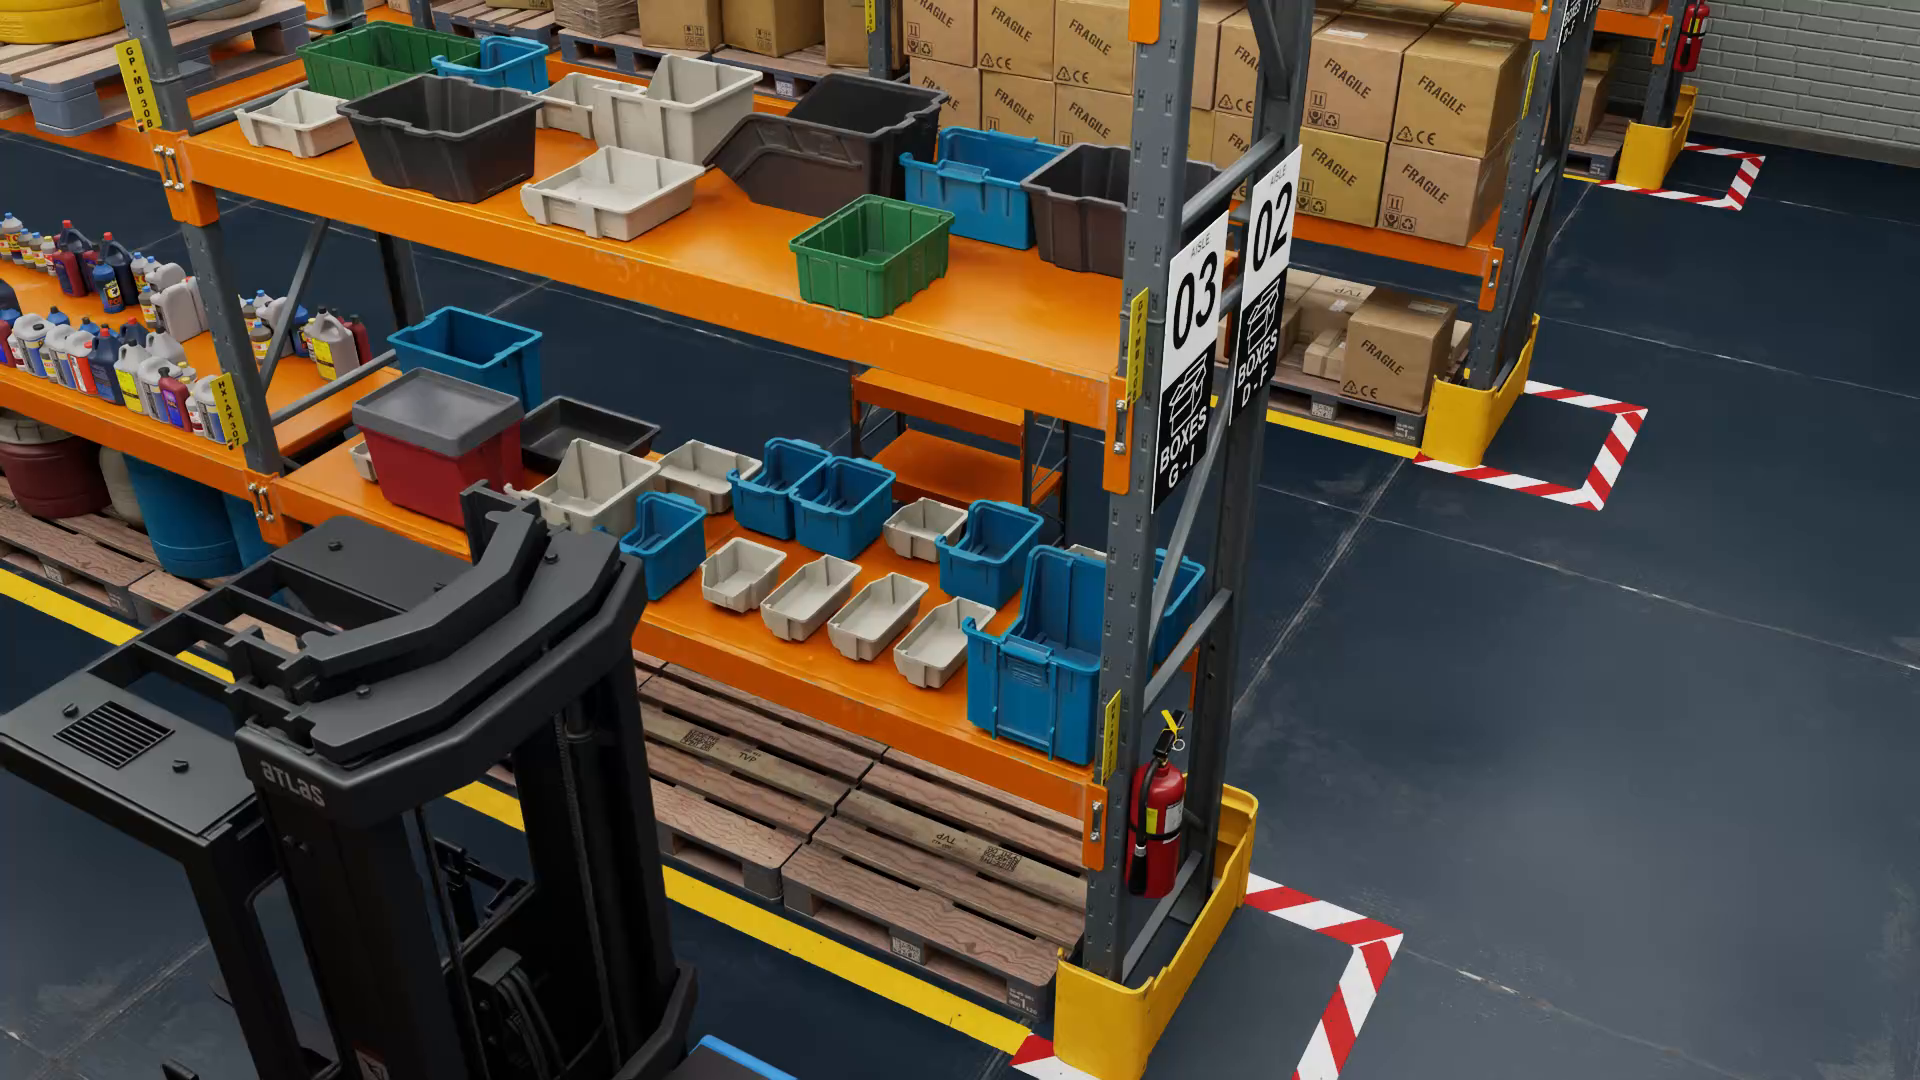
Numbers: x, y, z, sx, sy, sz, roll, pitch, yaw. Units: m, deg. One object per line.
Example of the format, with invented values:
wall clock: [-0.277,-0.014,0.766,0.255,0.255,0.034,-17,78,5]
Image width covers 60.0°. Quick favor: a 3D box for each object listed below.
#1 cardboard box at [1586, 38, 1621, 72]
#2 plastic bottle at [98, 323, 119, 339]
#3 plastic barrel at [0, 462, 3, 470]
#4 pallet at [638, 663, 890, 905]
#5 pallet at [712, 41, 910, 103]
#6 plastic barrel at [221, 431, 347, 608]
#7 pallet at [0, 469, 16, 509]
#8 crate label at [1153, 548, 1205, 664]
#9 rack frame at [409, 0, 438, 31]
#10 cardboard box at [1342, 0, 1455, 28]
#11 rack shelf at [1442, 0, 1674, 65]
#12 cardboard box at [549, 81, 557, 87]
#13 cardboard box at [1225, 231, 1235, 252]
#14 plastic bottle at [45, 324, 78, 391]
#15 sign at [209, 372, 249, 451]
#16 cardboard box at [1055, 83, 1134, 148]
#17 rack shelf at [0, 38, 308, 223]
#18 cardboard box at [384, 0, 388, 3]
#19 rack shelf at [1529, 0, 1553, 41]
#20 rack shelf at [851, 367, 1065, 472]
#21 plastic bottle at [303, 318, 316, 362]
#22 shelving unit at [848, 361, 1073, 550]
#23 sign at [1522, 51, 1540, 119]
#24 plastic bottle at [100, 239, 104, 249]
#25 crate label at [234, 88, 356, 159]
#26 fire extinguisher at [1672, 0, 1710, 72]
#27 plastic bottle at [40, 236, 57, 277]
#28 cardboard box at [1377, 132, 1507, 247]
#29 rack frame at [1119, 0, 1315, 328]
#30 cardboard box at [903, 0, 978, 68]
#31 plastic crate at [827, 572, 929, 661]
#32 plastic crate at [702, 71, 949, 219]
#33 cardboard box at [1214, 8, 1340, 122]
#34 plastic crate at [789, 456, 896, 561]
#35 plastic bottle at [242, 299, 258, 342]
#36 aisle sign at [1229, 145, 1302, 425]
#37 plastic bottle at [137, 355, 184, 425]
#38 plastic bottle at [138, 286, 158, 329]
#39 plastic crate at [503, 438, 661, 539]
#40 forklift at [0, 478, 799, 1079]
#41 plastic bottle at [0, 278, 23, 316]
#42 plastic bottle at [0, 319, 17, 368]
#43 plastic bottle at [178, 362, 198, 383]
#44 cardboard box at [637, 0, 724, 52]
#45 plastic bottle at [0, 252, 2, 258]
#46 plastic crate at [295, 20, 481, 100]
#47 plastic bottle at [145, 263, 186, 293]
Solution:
cardboard box: [5.200,-3.955,13.545,0.250,0.149,0.380,18,38,25]
plastic bottle: [-3.951,-0.881,7.753,0.097,0.271,0.097,0,34,0]
plastic barrel: [-5.244,-0.678,9.198,0.421,0.512,0.421,0,34,0]
pallet: [-1.018,1.002,7.325,1.213,0.211,1.003,18,37,24]
pallet: [-0.917,-3.252,11.371,1.213,0.211,1.003,18,37,24]
plastic barrel: [-3.203,-0.136,8.033,0.708,0.901,0.600,18,37,24]
pallet: [-5.507,-0.420,9.461,1.213,0.211,1.003,18,37,24]
crate label: [0.683,0.241,6.049,0.303,0.233,0.416,18,37,24]
rack frame: [-3.751,-4.160,12.561,0.127,3.000,1.000,18,37,24]
cardboard box: [2.483,-2.806,9.537,0.500,0.500,0.500,18,38,25]
rack shelf: [3.913,-4.595,13.864,4.000,0.370,1.077,18,37,24]
cardboard box: [-2.771,-3.457,12.687,0.500,0.250,0.500,19,38,26]
cardboard box: [1.356,-1.689,10.707,0.637,0.503,0.797,18,37,24]
plastic bottle: [-4.113,-0.854,7.710,0.135,0.276,0.152,18,37,24]
sign: [-3.013,-0.528,6.858,0.005,0.325,0.100,18,37,24]
cardboard box: [0.909,-2.552,10.057,0.500,0.500,0.500,17,37,24]
rack shelf: [-4.475,-2.176,7.525,4.000,0.370,1.077,18,37,24]
cardboard box: [-4.431,-4.462,13.095,0.500,0.311,0.500,17,37,24]
rack shelf: [1.459,-3.459,9.451,4.000,0.370,1.077,18,37,24]
rack shelf: [0.006,-0.710,8.544,1.000,0.278,0.538,18,37,24]
plastic bottle: [-3.071,-0.960,7.936,0.097,0.201,0.097,0,34,0]
shelving unit: [0.006,-0.466,8.706,1.048,1.125,0.538,18,37,24]
sign: [2.902,-2.311,8.456,0.005,0.325,0.100,18,37,24]
plastic bottle: [-4.380,-1.421,8.553,0.133,0.283,0.061,18,37,24]
crate label: [-2.457,-1.542,6.162,0.466,0.136,0.293,18,37,24]
fire extinguisher: [5.552,-3.893,12.568,0.183,0.674,0.296,18,37,24]
plastic bottle: [-4.766,-1.497,8.742,0.097,0.201,0.097,0,34,0]
cardboard box: [2.671,-1.993,9.218,0.500,0.500,0.500,19,38,26]
rack frame: [0.734,-2.074,4.017,0.127,3.000,1.000,18,37,24]
cardboard box: [-0.008,-3.252,10.207,0.500,0.500,0.500,19,38,26]
plastic crate: [-0.308,0.284,6.072,0.243,0.136,0.396,18,37,24]
plastic crate: [-0.456,-1.352,5.695,0.767,0.338,0.504,18,37,24]
cardboard box: [1.781,-2.686,9.356,0.500,0.500,0.500,19,38,26]
plastic crate: [-0.460,-0.121,6.593,0.300,0.233,0.416,18,37,24]
plastic bottle: [-3.441,-1.077,8.112,0.097,0.201,0.097,0,34,0]
aisle sign: [0.944,-0.782,5.144,0.004,0.787,0.394,18,37,24]
plastic bottle: [-3.559,-0.679,7.446,0.135,0.276,0.152,18,37,24]
plastic bottle: [-4.003,-1.158,8.233,0.097,0.201,0.097,0,34,0]
plastic crate: [-1.505,-0.144,6.584,0.530,0.282,0.437,18,37,24]
forklift: [-1.609,1.162,4.632,3.031,2.935,1.130,18,38,25]
plastic bottle: [-4.697,-1.165,8.109,0.185,0.351,0.144,18,37,24]
plastic bottle: [-4.538,-0.963,7.866,0.133,0.283,0.061,18,37,24]
plastic bottle: [-3.513,-0.713,7.564,0.097,0.201,0.097,0,34,0]
cardboard box: [-1.842,-3.732,11.450,0.500,0.500,0.700,8,35,12]
plastic bottle: [-5.188,-1.660,8.924,0.097,0.271,0.097,0,34,0]
plastic crate: [-2.221,-1.866,6.602,0.662,0.188,0.450,18,37,24]
plastic bottle: [-3.957,-1.254,8.310,0.135,0.276,0.152,18,37,24]
